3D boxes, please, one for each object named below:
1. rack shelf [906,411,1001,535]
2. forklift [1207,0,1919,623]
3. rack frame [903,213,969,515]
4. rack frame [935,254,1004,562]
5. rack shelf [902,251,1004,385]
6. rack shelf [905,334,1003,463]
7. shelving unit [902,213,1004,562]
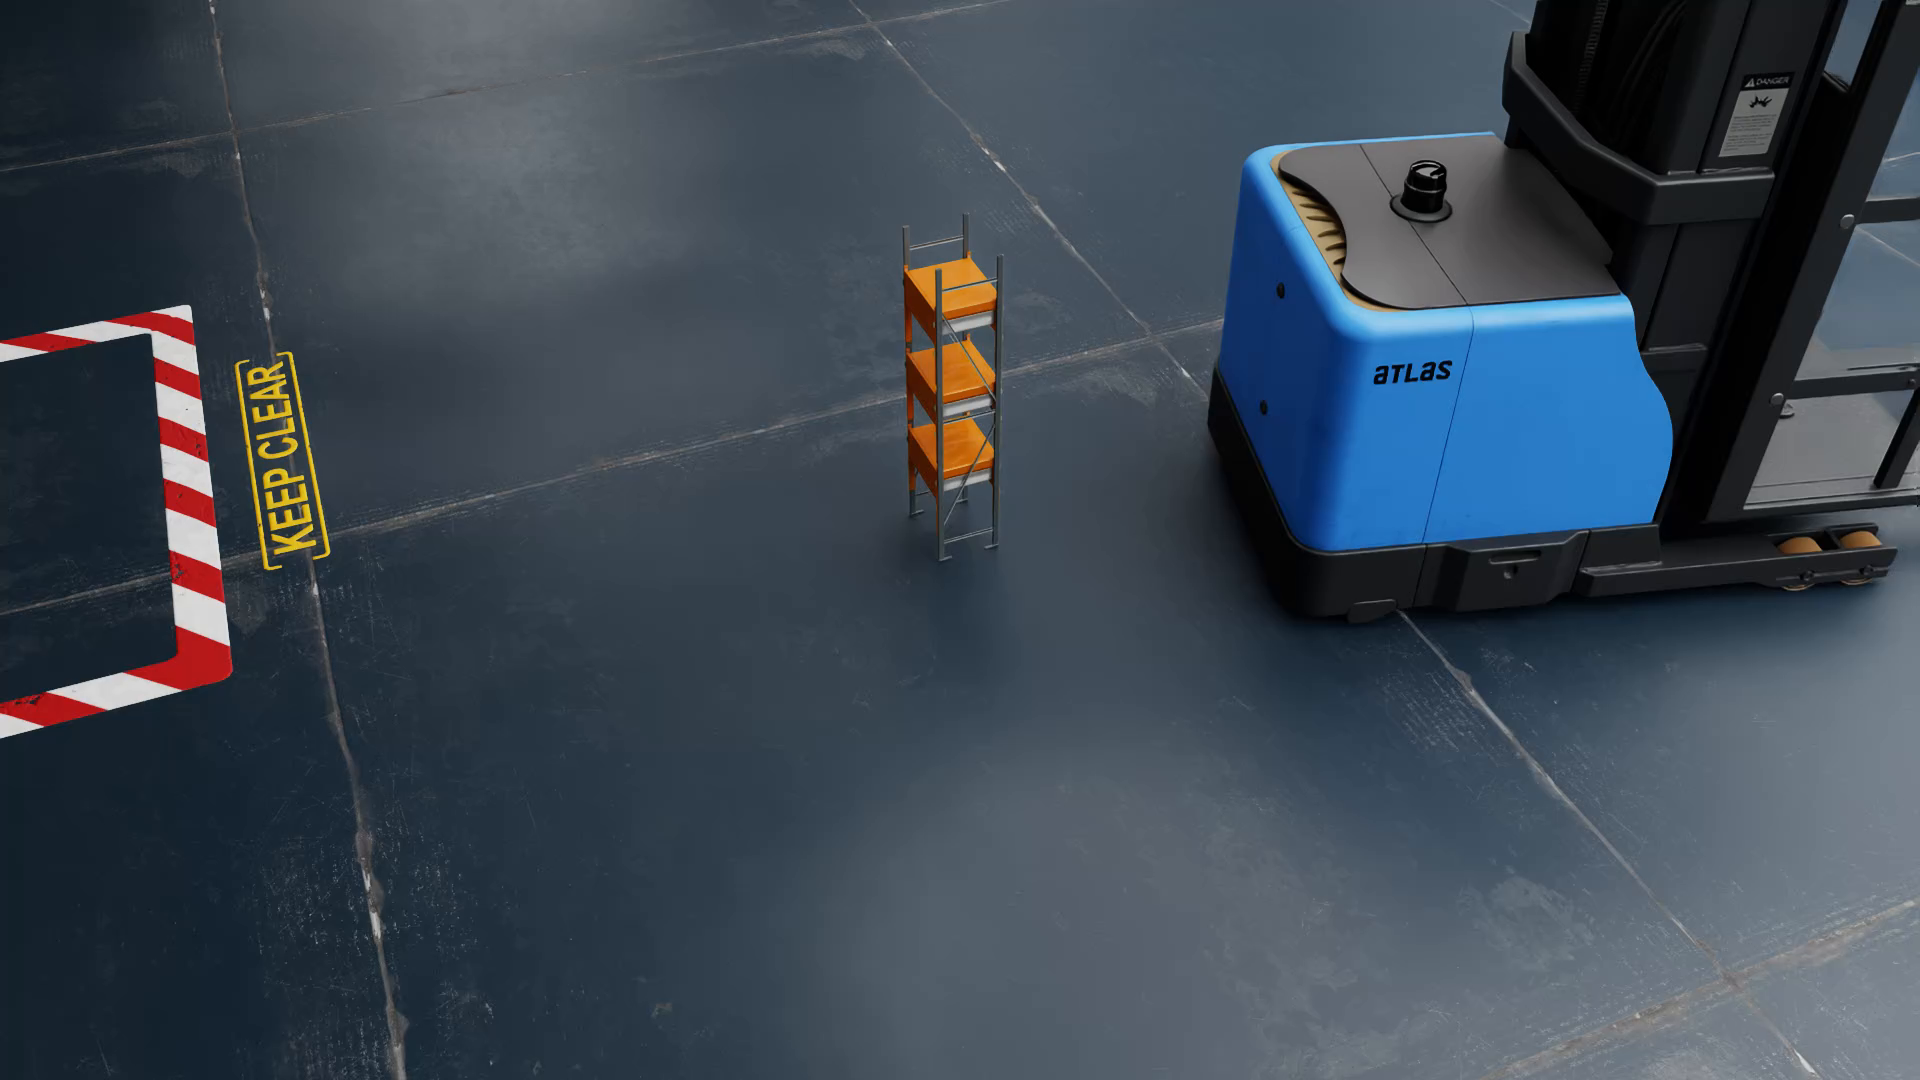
[{"bbox_3d":[-0.020,-0.212,5.133,0.215,0.259,0.240,-15,43,-17],"label":"rack shelf"},{"bbox_3d":[2.389,-1.295,4.508,3.031,2.935,1.130,-5,41,-6],"label":"forklift"},{"bbox_3d":[-0.067,-0.504,5.031,0.200,1.050,0.008,-15,43,-17],"label":"rack frame"},{"bbox_3d":[0.026,-0.357,4.860,0.200,1.050,0.008,-15,43,-17],"label":"rack frame"},{"bbox_3d":[-0.020,-0.637,4.767,0.215,0.259,0.240,-15,43,-17],"label":"rack shelf"},{"bbox_3d":[-0.020,-0.422,4.952,0.215,0.259,0.240,-15,43,-17],"label":"rack shelf"},{"bbox_3d":[-0.020,-0.430,4.945,0.215,1.050,0.252,-15,43,-17],"label":"shelving unit"}]
